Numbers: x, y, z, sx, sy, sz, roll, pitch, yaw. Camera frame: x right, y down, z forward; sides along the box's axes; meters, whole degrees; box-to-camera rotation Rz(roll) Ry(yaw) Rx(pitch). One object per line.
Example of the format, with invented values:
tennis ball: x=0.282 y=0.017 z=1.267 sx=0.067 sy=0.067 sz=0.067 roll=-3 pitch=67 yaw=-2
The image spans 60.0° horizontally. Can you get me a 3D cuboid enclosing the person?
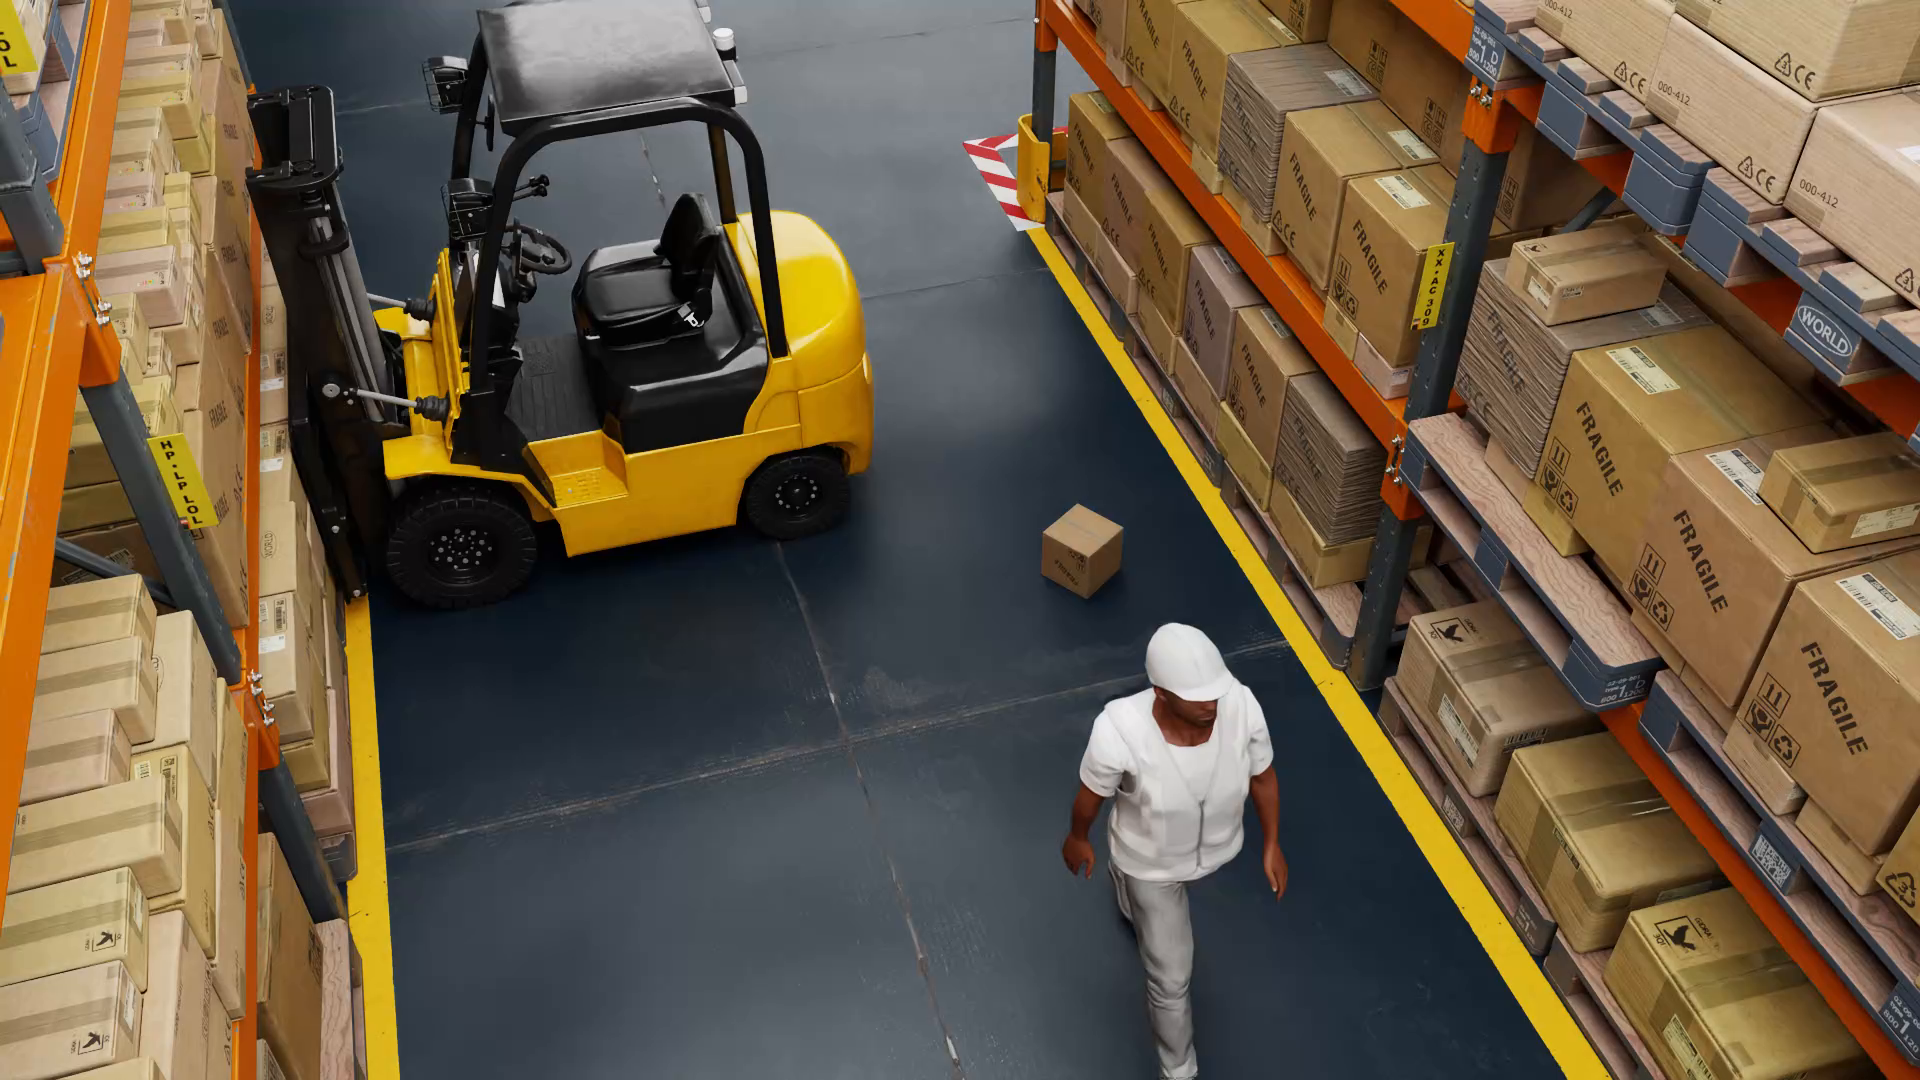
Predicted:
person: x=0.679 y=0.940 z=5.109 sx=0.604 sy=1.718 sz=1.081 roll=-16 pitch=44 yaw=-17
